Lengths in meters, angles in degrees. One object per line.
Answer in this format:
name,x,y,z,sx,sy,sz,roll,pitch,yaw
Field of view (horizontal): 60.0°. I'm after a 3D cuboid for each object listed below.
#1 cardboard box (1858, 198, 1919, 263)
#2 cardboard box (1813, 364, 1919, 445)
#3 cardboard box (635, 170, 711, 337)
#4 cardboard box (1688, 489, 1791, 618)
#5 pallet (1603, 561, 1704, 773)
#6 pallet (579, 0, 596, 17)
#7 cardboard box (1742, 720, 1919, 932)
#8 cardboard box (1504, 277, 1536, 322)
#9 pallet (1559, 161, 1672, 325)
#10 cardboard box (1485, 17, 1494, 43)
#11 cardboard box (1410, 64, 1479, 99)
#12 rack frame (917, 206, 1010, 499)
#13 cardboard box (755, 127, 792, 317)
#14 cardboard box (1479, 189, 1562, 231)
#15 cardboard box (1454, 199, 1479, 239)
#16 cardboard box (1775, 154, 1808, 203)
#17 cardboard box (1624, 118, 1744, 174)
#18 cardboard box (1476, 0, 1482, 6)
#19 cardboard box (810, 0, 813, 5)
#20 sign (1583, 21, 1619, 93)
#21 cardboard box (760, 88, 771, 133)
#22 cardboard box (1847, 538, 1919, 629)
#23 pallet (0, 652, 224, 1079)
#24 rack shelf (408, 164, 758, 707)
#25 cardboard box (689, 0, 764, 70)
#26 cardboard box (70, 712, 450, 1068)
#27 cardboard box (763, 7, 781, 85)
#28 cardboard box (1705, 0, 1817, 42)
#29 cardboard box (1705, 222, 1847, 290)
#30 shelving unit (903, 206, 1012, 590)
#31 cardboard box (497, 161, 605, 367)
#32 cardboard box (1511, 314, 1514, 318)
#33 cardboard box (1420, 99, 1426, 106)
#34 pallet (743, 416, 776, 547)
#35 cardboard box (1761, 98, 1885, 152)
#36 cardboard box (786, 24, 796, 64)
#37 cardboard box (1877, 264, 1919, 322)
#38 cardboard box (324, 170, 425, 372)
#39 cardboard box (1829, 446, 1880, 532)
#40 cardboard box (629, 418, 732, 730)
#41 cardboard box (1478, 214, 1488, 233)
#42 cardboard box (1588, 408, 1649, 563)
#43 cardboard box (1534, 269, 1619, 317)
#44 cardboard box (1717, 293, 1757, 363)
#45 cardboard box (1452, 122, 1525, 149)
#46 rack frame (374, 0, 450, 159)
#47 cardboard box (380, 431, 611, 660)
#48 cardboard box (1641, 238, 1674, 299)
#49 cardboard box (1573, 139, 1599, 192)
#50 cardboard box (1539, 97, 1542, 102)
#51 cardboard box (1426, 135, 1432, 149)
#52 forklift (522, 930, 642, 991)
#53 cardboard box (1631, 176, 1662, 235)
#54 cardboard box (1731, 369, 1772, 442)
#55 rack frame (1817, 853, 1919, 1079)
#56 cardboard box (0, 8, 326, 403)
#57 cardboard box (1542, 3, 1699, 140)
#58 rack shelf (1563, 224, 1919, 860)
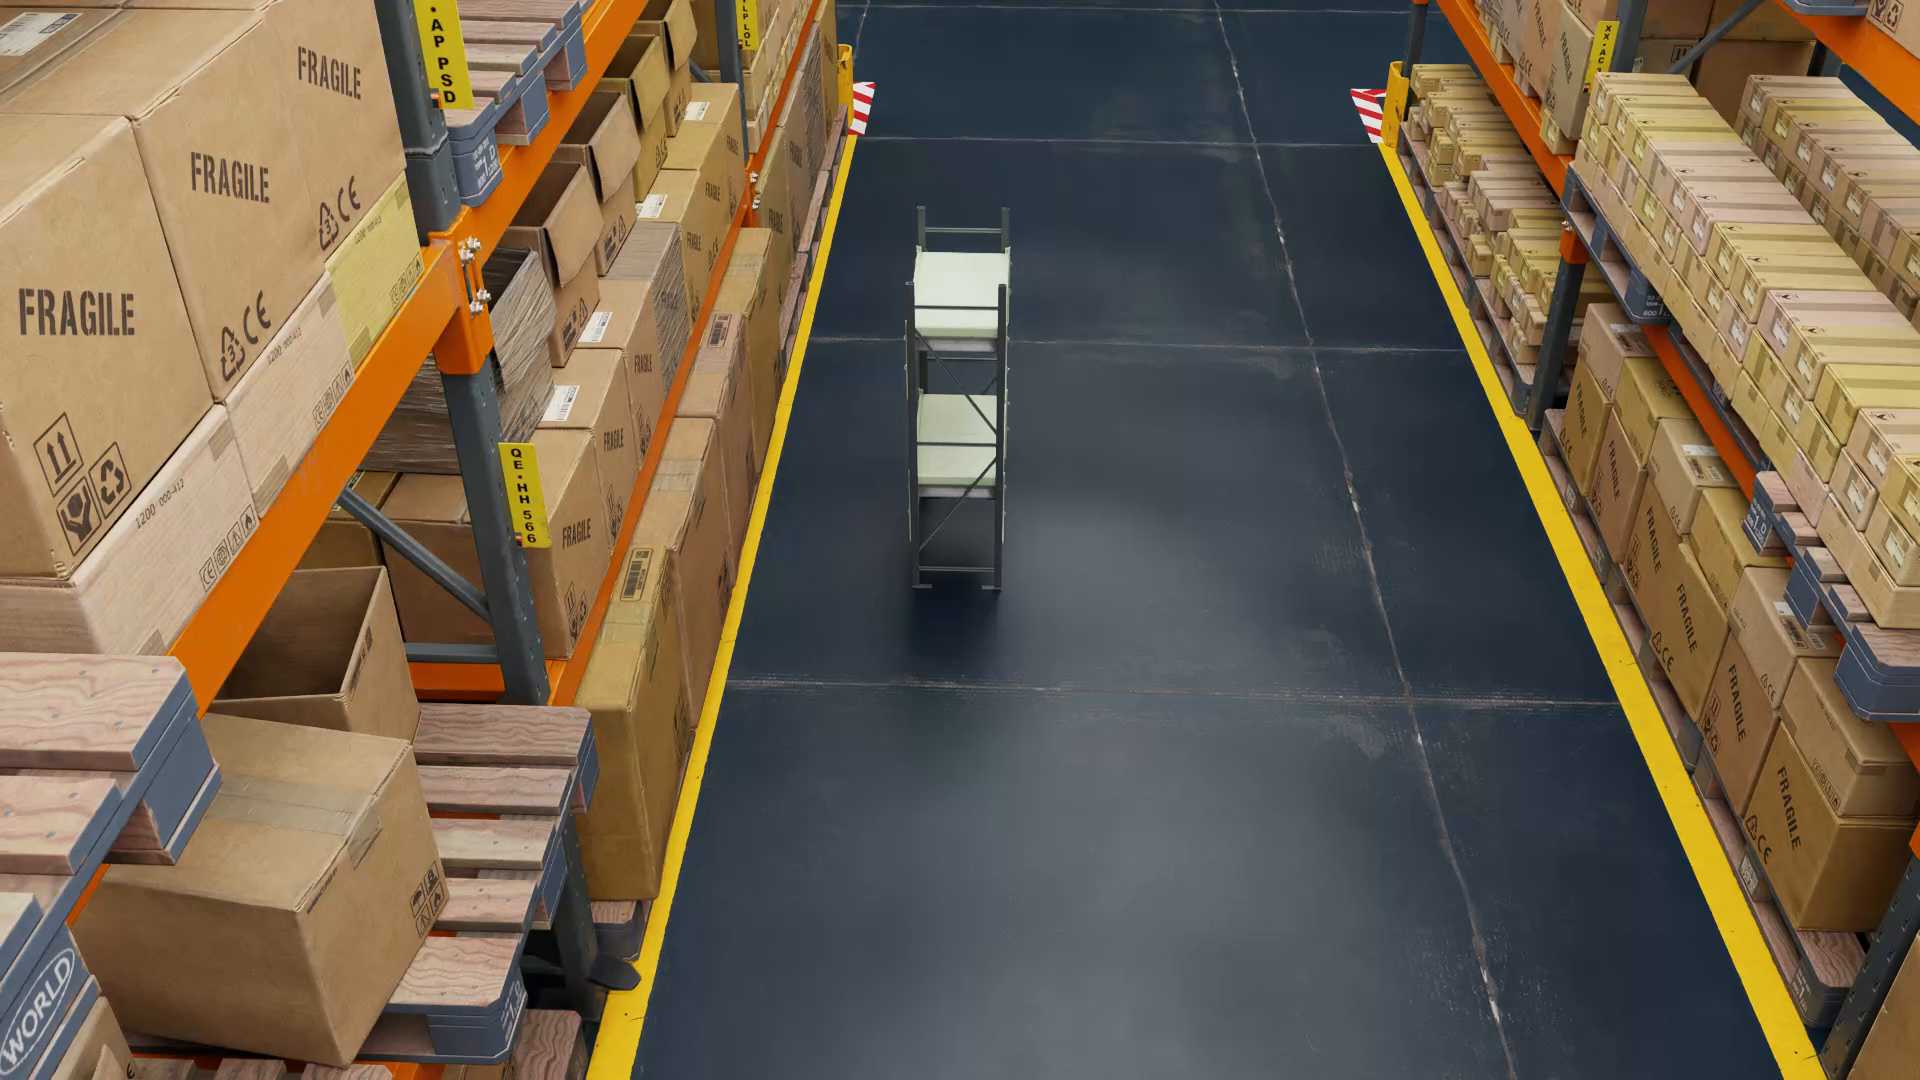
cardboard box,3.552,-1.134,6.091,0.380,0.149,0.250,0,35,0
cardboard box,2.850,-0.407,5.056,0.380,0.149,0.250,2,35,3
cardboard box,-1.312,-1.160,6.705,0.500,0.500,0.500,1,35,1
cardboard box,3.077,0.055,6.219,0.500,0.250,0.500,2,35,3
pallet,3.350,0.485,6.876,1.003,0.211,1.213,1,35,2
pallet,-1.671,-1.844,5.321,1.003,0.211,1.213,3,35,4
cardboard box,3.031,0.959,5.585,0.500,0.500,0.500,1,35,2
cardboard box,3.120,-1.277,8.814,0.380,0.149,0.250,0,35,0
pallet,3.250,-1.292,7.146,1.003,0.211,1.213,1,35,2
cardboard box,3.235,-2.925,9.522,0.380,0.149,0.250,3,35,4
cardboard box,3.227,-3.060,11.091,0.380,0.149,0.250,0,35,0
rack frame,0.014,-0.820,7.612,0.400,1.500,0.023,1,35,2
cardboard box,-1.419,-1.658,8.983,0.875,0.875,0.875,1,35,2
cardboard box,3.161,-1.861,9.386,0.380,0.149,0.250,0,35,0
cardboard box,3.197,-1.927,9.997,0.380,0.149,0.250,1,35,2
cardboard box,3.585,-1.469,6.827,0.380,0.149,0.250,3,35,4
cardboard box,2.933,-1.595,6.747,0.380,0.149,0.250,2,35,2
cardboard box,3.265,-3.426,9.670,0.500,0.500,0.500,2,35,3
cardboard box,-1.090,-3.375,10.162,0.380,0.149,0.250,1,35,1
sign,2.884,-2.168,7.473,0.100,0.325,0.005,1,35,2
cardboard box,-1.171,-2.189,8.474,0.380,0.149,0.250,0,35,0
cardboard box,2.826,0.129,4.811,0.380,0.149,0.250,2,35,3
pallet,-1.677,0.519,1.957,1.213,0.211,1.003,1,35,2
rack shelf,-1.606,-0.535,6.528,1.077,0.370,4.000,1,35,2
cardboard box,-1.251,-2.615,8.081,0.500,0.500,0.500,1,35,2
cardboard box,-1.590,0.741,3.634,0.700,0.500,0.500,6,36,9
cardboard box,-1.220,-2.588,8.696,0.500,0.250,0.500,1,35,2
cardboard box,3.688,-2.631,7.670,0.500,0.500,0.500,2,35,3
cardboard box,2.893,-1.005,5.907,0.380,0.149,0.250,2,35,3
shelving unit,0.000,-0.610,7.313,0.431,1.500,0.755,1,35,2
cardboard box,-1.612,-0.926,5.499,0.797,0.503,0.637,2,35,3
cardboard box,3.196,-1.192,8.951,0.380,0.149,0.250,2,35,3
cardboard box,3.309,-2.936,11.174,0.380,0.149,0.250,3,35,4
pallet,-1.481,-0.392,8.125,1.003,0.211,1.213,1,35,2
cardboard box,3.595,-1.729,6.937,0.380,0.149,0.250,0,35,0
cardboard box,-1.130,-2.783,9.319,0.380,0.149,0.250,2,35,2
cardboard box,3.543,-0.867,5.969,0.380,0.149,0.250,3,35,4
cardboard box,-1.460,-0.567,3.470,0.500,0.250,0.500,1,35,2
cardboard box,2.840,-0.146,4.944,0.380,0.149,0.250,3,35,4
cardboard box,-1.594,0.109,6.468,1.225,0.875,0.875,1,35,2
cardboard box,3.243,-1.873,9.662,0.380,0.149,0.250,0,35,0
cardboard box,3.112,-0.232,7.281,0.500,0.500,0.500,3,35,4
cardboard box,3.181,-1.265,8.538,0.380,0.149,0.250,2,35,3
cardboard box,2.880,-0.734,5.780,0.380,0.149,0.250,2,35,3
cardboard box,3.250,-2.453,10.228,0.380,0.149,0.250,3,35,4
rack frame,-1.686,-2.135,2.961,1.000,3.000,0.127,1,35,2
cardboard box,-1.395,0.006,5.046,0.500,0.500,0.500,2,35,3
cardboard box,2.911,-1.066,6.511,0.380,0.149,0.250,0,35,0
cardboard box,2.951,-1.659,7.355,0.380,0.149,0.250,0,35,0
cardboard box,3.255,-2.322,8.663,0.380,0.149,0.250,0,35,1
cardboard box,3.317,-2.663,11.045,0.380,0.149,0.250,1,35,2
forklift,-2.530,0.181,4.943,3.031,2.935,1.130,16,38,21
cardboard box,2.923,-1.334,6.634,0.380,0.149,0.250,0,35,0
cardboard box,2.871,-0.459,5.647,0.380,0.149,0.250,0,35,0
rack frame,3.266,0.492,4.441,1.000,3.000,0.127,1,35,2
cardboard box,-1.465,-0.578,2.834,0.500,0.500,0.500,1,35,2
cardboard box,3.164,-2.253,8.001,0.500,0.500,0.500,1,35,2
rack shelf,3.346,-0.362,6.283,1.077,0.370,4.000,1,35,2
